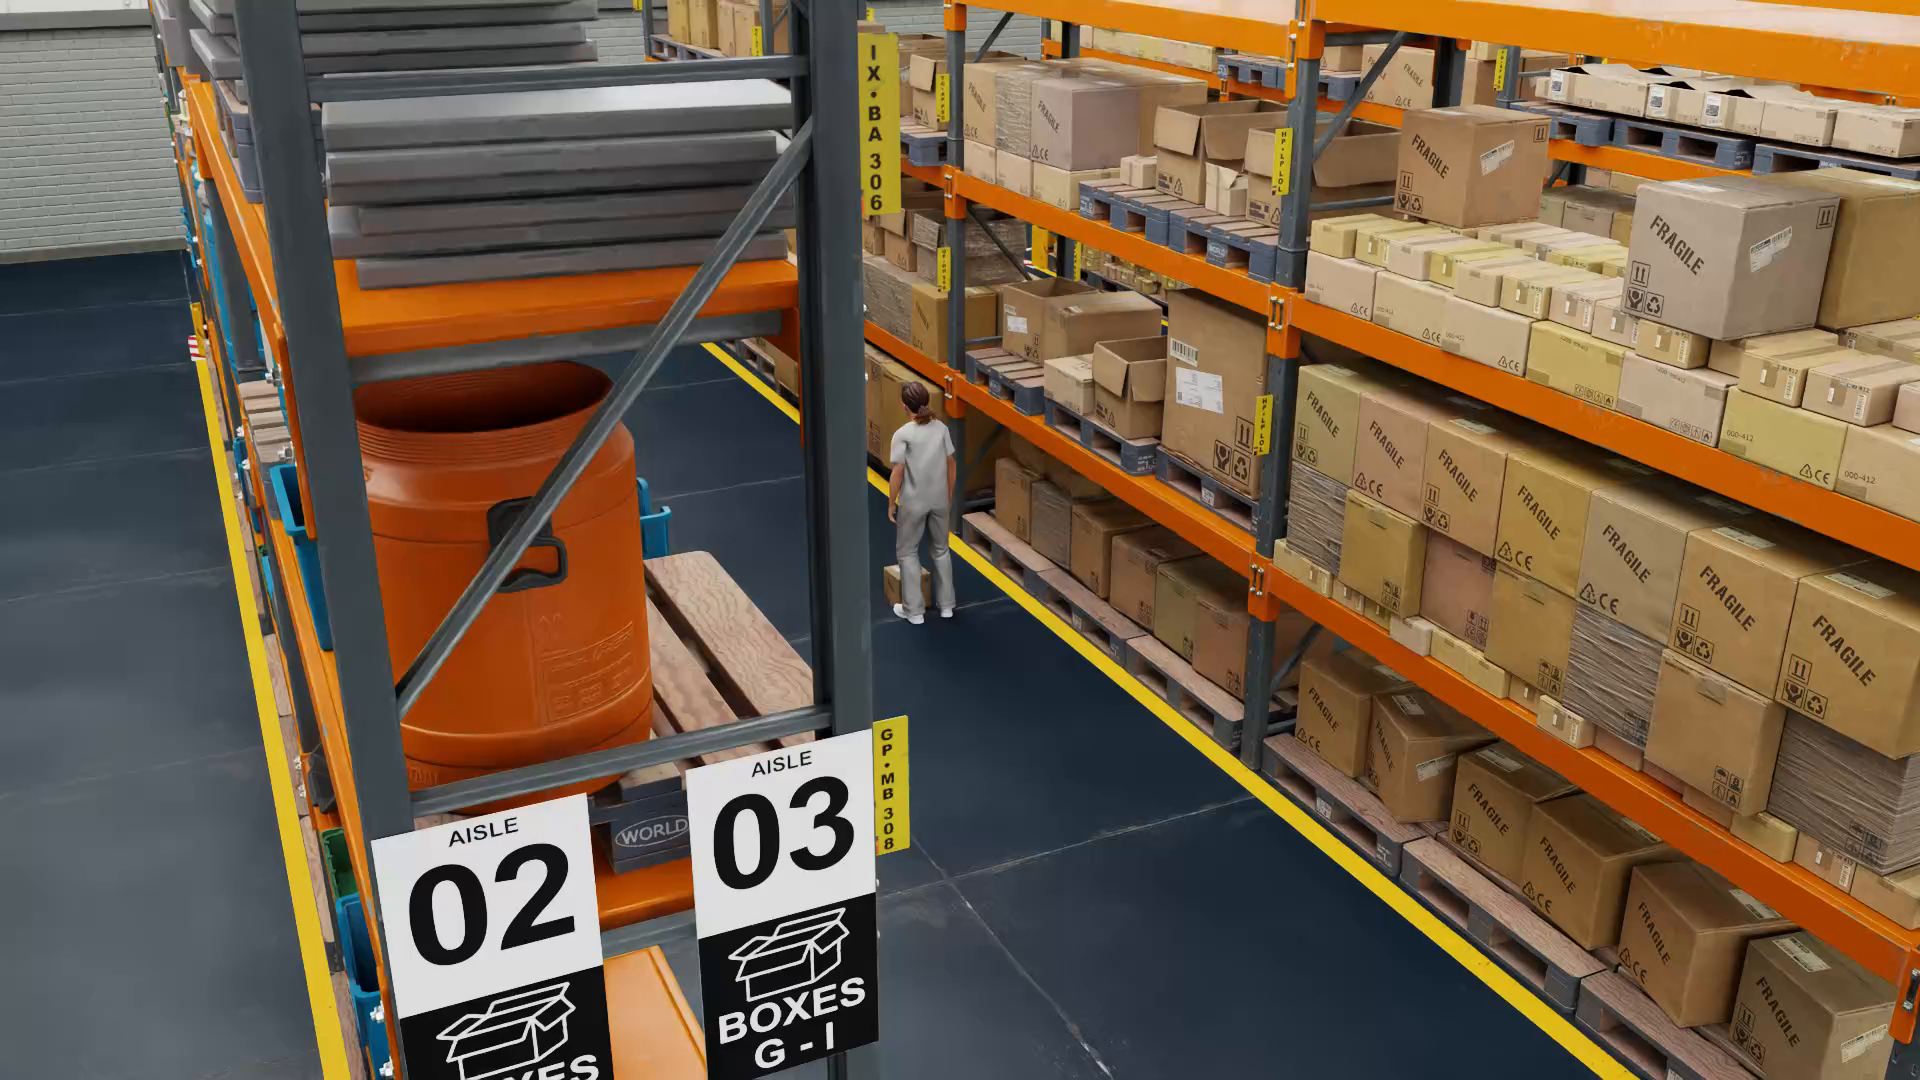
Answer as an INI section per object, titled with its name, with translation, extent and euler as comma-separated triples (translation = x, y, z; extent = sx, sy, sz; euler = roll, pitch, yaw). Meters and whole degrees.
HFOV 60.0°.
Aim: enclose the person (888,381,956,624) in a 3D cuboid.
[person]
translation = -0.255, -0.239, 11.205
extent = 0.495, 1.652, 0.352
euler = -11, 25, -24
